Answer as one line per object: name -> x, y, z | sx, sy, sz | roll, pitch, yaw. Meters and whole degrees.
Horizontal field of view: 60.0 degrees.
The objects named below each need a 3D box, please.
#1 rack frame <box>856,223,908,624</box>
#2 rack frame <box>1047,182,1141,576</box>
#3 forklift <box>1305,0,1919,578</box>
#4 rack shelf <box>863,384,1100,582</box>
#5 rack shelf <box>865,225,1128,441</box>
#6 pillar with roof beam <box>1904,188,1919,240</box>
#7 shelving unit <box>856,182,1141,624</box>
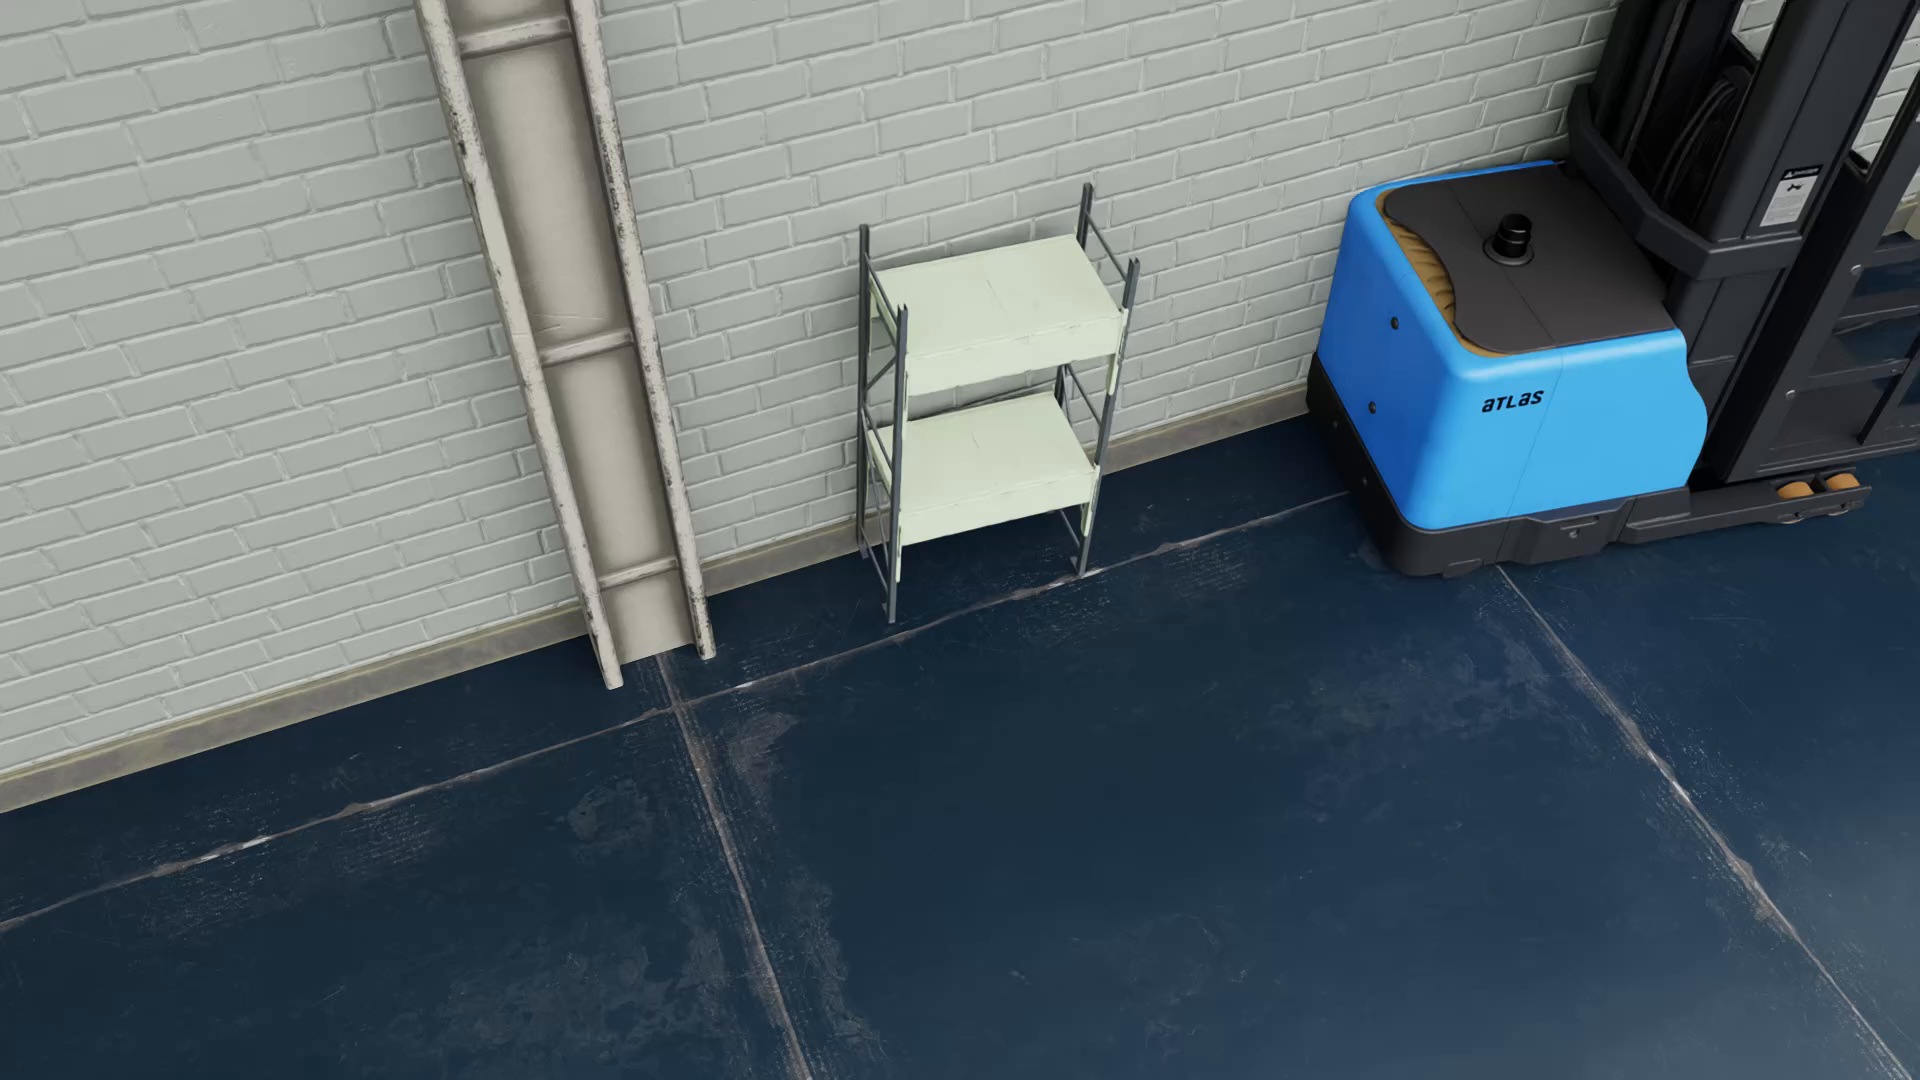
rack frame -> -0.267, -0.328, 5.470 | 0.023, 1.500, 0.400 | -13, 53, -15
rack frame -> 0.422, -0.493, 5.656 | 0.023, 1.500, 0.400 | -13, 53, -15
forklift -> 2.946, -1.400, 5.520 | 3.031, 2.935, 1.130 | -10, 50, -8
rack shelf -> 0.059, -0.203, 5.814 | 0.720, 0.370, 0.431 | -13, 53, -15
rack shelf -> 0.099, -0.659, 5.263 | 0.720, 0.370, 0.431 | -13, 53, -15
pillar with roof beam -> 6.079, -1.270, 1.409 | 0.400, 9.000, 9.100 | -17, 52, -14
shelving unit -> 0.077, -0.411, 5.563 | 0.755, 1.500, 0.431 | -13, 53, -15
